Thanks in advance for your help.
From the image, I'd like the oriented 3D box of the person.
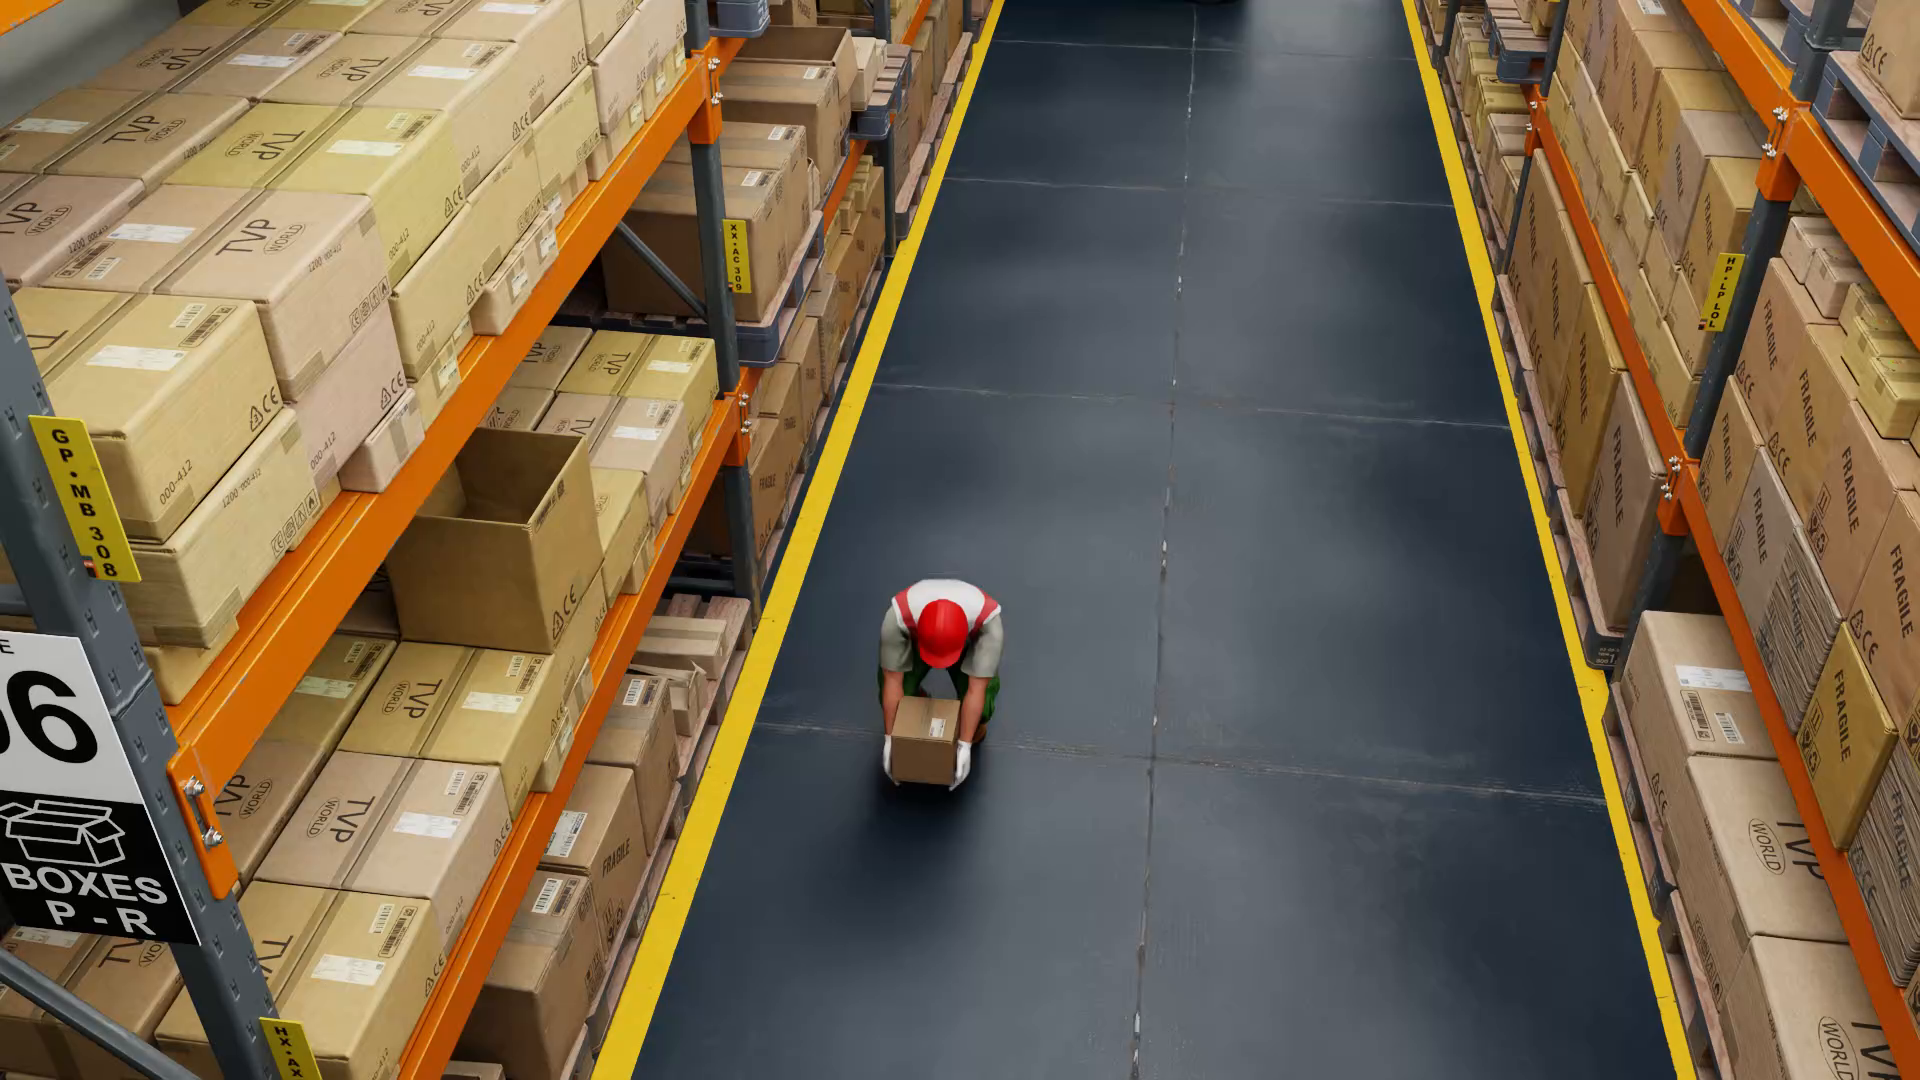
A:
[{"bbox_3d":[-0.082,0.499,7.015,0.544,0.996,0.893,4,36,5],"label":"person"}]
